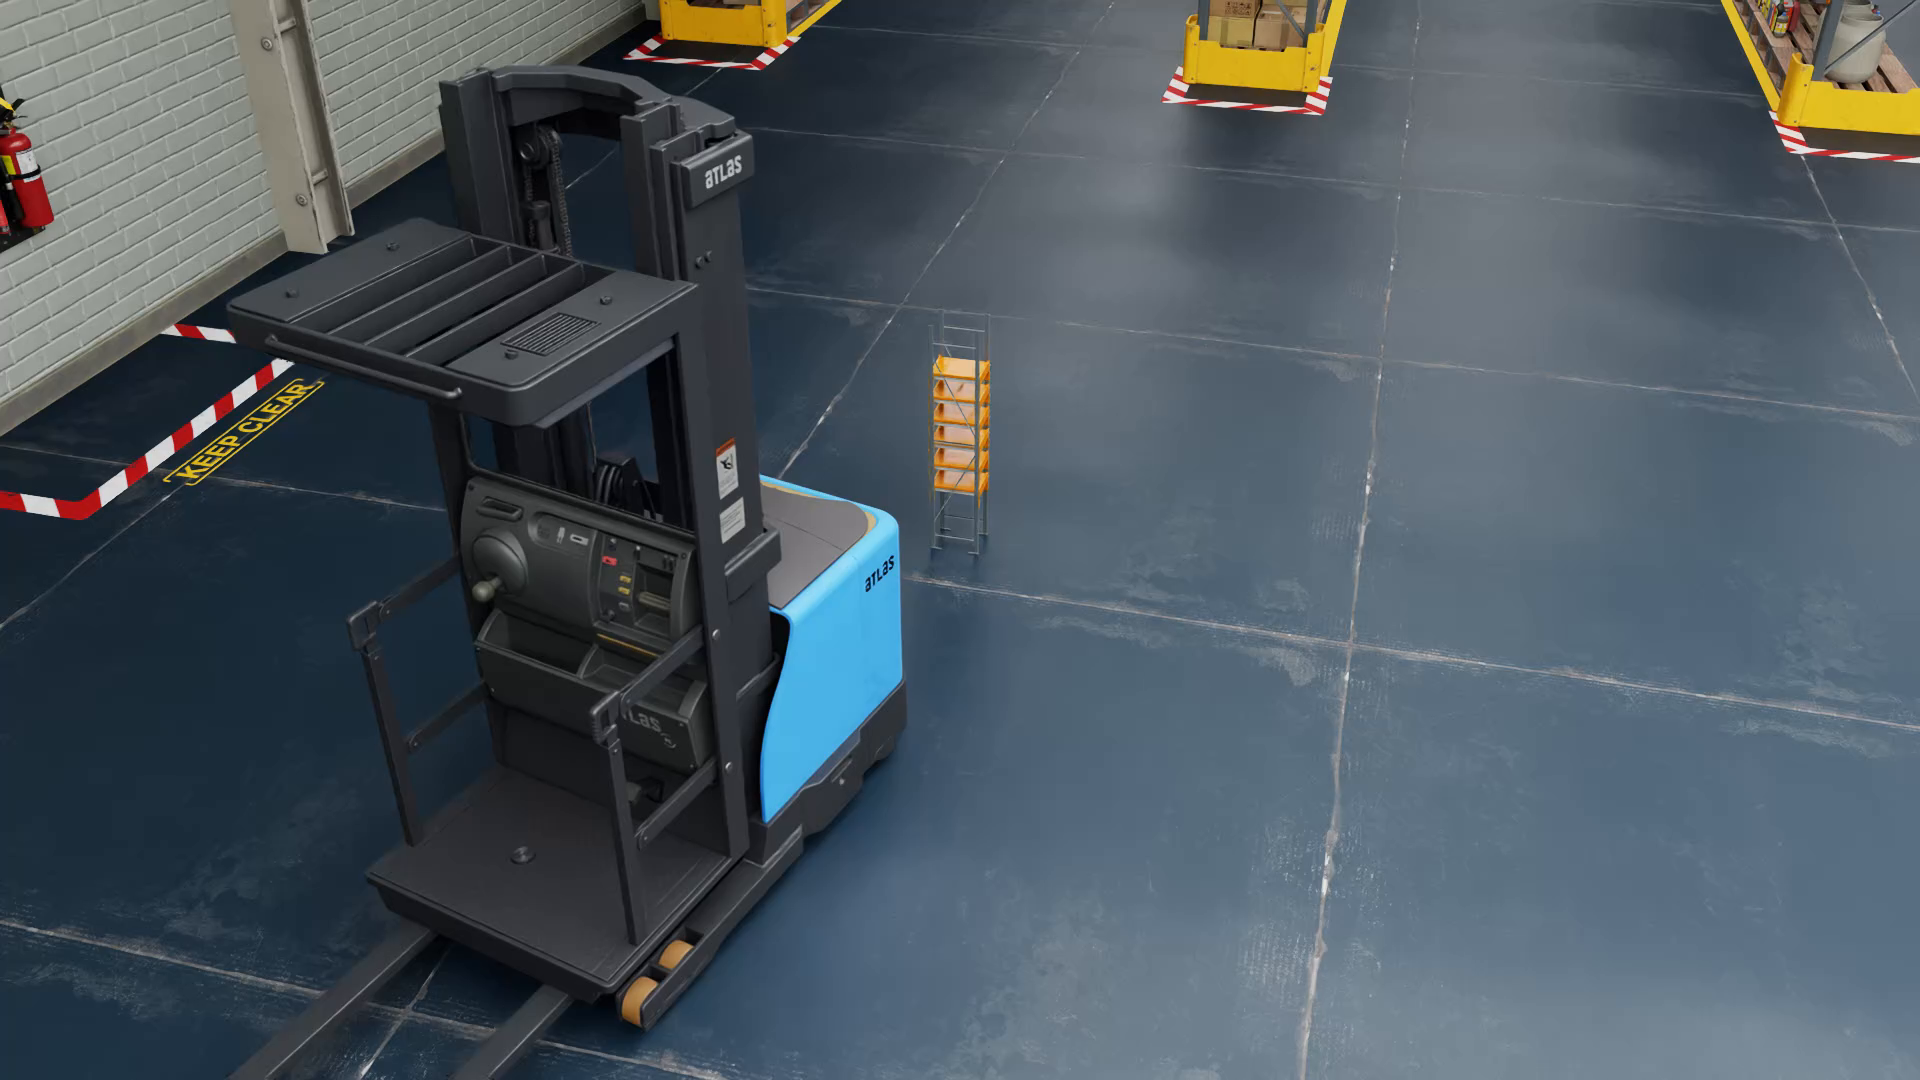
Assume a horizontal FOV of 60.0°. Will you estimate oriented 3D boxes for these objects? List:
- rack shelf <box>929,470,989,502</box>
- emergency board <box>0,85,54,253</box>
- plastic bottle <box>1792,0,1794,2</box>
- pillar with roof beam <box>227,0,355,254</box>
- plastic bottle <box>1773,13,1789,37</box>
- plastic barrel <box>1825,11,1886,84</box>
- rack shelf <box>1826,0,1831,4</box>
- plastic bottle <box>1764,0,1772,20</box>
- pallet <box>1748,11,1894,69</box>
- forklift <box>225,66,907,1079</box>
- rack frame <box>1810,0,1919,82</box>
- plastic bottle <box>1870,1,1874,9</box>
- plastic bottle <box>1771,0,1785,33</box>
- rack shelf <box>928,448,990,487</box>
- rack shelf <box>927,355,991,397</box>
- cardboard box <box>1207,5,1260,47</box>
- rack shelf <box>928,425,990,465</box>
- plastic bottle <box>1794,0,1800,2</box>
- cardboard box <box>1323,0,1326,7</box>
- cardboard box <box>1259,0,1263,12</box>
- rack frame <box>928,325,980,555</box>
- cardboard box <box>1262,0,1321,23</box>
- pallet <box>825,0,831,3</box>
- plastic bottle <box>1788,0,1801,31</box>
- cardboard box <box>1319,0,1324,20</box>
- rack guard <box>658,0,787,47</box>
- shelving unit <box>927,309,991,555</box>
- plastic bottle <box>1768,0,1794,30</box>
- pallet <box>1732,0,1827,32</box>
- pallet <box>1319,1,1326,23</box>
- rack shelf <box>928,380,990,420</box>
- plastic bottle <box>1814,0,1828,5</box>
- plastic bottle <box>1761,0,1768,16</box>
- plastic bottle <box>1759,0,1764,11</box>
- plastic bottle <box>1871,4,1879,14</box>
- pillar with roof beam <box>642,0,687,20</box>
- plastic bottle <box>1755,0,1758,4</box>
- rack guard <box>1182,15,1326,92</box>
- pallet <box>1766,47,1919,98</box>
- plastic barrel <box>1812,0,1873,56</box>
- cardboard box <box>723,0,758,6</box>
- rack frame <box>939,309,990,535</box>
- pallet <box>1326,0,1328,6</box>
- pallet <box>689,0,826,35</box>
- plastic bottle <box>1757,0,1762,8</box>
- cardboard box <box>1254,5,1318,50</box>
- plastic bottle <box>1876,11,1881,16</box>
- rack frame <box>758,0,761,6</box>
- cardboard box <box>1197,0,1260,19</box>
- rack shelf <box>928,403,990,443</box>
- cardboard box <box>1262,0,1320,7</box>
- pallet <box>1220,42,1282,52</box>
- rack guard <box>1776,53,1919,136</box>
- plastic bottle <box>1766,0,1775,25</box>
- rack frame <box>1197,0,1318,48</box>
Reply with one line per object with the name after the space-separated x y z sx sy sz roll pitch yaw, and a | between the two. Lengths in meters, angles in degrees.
-0.004 -0.259 8.069 0.258 0.103 0.180 8 33 12 | rack shelf
-5.088 -2.054 8.685 0.194 1.169 0.643 8 33 12 | emergency board
7.674 -4.924 15.398 0.097 0.201 0.097 0 32 0 | plastic bottle
-0.260 -5.277 8.162 9.100 9.000 0.400 8 33 12 | pillar with roof beam
7.382 -4.632 14.939 0.097 0.201 0.097 0 32 0 | plastic bottle
7.433 -4.094 13.821 0.421 0.512 0.421 0 32 0 | plastic barrel
7.848 -5.349 14.539 1.077 0.370 4.000 8 33 12 | rack shelf
7.546 -4.981 15.348 0.144 0.351 0.185 9 34 14 | plastic bottle
7.837 -4.536 15.188 1.003 0.211 1.213 8 33 12 | pallet
-1.370 0.138 5.301 1.130 2.935 3.031 16 36 24 | forklift
7.340 -4.615 12.713 1.000 3.000 0.127 8 33 12 | rack frame
8.189 -4.725 15.020 0.097 0.271 0.097 0 32 0 | plastic bottle
7.394 -4.730 15.016 0.061 0.283 0.133 9 33 14 | plastic bottle
-0.004 -0.360 8.005 0.258 0.103 0.180 8 33 12 | rack shelf
-0.004 -0.765 7.747 0.258 0.103 0.180 8 33 12 | rack shelf
2.400 -4.626 14.903 0.500 0.250 0.500 8 33 12 | cardboard box
-0.004 -0.461 7.940 0.258 0.103 0.180 8 33 12 | rack shelf
7.743 -5.039 15.509 0.152 0.276 0.135 8 33 12 | plastic bottle
3.283 -5.334 16.016 0.500 0.250 0.500 8 33 12 | cardboard box
2.515 -4.888 15.314 0.500 0.250 0.500 8 33 12 | cardboard box
-0.027 -0.451 7.842 0.240 1.200 0.006 8 33 12 | rack frame
3.025 -4.816 15.201 0.500 0.250 0.500 8 33 12 | cardboard box
-1.671 -5.874 17.293 1.003 0.211 1.213 8 33 12 | pallet
7.576 -4.780 15.094 0.061 0.283 0.133 8 33 12 | plastic bottle
3.152 -5.075 15.609 0.500 0.250 0.500 8 33 12 | cardboard box
-2.223 -4.948 15.567 1.175 0.500 0.348 8 33 12 | rack guard
-0.004 -0.499 7.916 0.258 1.200 0.189 8 33 12 | shelving unit
7.473 -4.791 15.119 0.152 0.276 0.135 8 33 13 | plastic bottle
8.145 -5.171 16.187 1.003 0.211 1.213 8 33 12 | pallet
3.015 -5.148 16.151 1.003 0.211 1.213 8 33 12 | pallet
-0.004 -0.664 7.811 0.258 0.103 0.180 8 33 12 | rack shelf
8.272 -5.261 15.858 0.152 0.276 0.135 8 33 12 | plastic bottle
7.593 -5.077 15.500 0.144 0.351 0.185 8 33 12 | plastic bottle
7.607 -5.091 15.661 0.097 0.201 0.097 0 32 0 | plastic bottle
8.177 -4.667 14.918 0.061 0.283 0.133 9 33 13 | plastic bottle
1.262 -8.390 13.060 9.100 9.000 0.400 8 33 12 | pillar with roof beam
7.701 -5.298 15.847 0.144 0.351 0.185 7 33 10 | plastic bottle
2.544 -4.224 14.428 1.175 0.500 0.348 8 33 12 | rack guard
7.525 -3.905 14.195 1.003 0.211 1.213 8 33 12 | pallet
7.560 -4.354 14.231 0.421 0.512 0.421 0 32 0 | plastic barrel
-1.980 -5.361 15.984 0.500 0.311 0.500 4 33 7 | cardboard box
0.020 -0.546 7.991 0.240 1.200 0.006 8 33 12 | rack frame
3.323 -5.783 17.150 1.003 0.211 1.213 8 33 12 | pallet
-1.983 -5.243 16.301 1.003 0.211 1.213 8 33 12 | pallet
7.619 -5.189 15.739 0.061 0.283 0.133 9 34 15 | plastic bottle
2.901 -4.556 14.792 0.500 0.250 0.500 8 33 12 | cardboard box
8.102 -4.547 14.740 0.097 0.271 0.097 0 32 0 | plastic bottle
-2.243 -5.964 14.835 1.000 3.000 0.127 8 33 12 | rack frame
2.398 -4.943 14.702 0.500 0.500 0.500 8 33 12 | cardboard box
-0.004 -0.563 7.876 0.258 0.103 0.180 8 33 12 | rack shelf
3.026 -5.132 14.999 0.500 0.500 0.500 8 33 12 | cardboard box
2.703 -4.517 15.158 1.003 0.211 1.213 8 33 12 | pallet
7.314 -3.606 13.456 1.175 0.500 0.348 8 33 12 | rack guard
7.508 -4.863 15.232 0.152 0.276 0.135 7 33 11 | plastic bottle
2.550 -5.291 13.777 1.000 3.000 0.127 8 33 12 | rack frame
